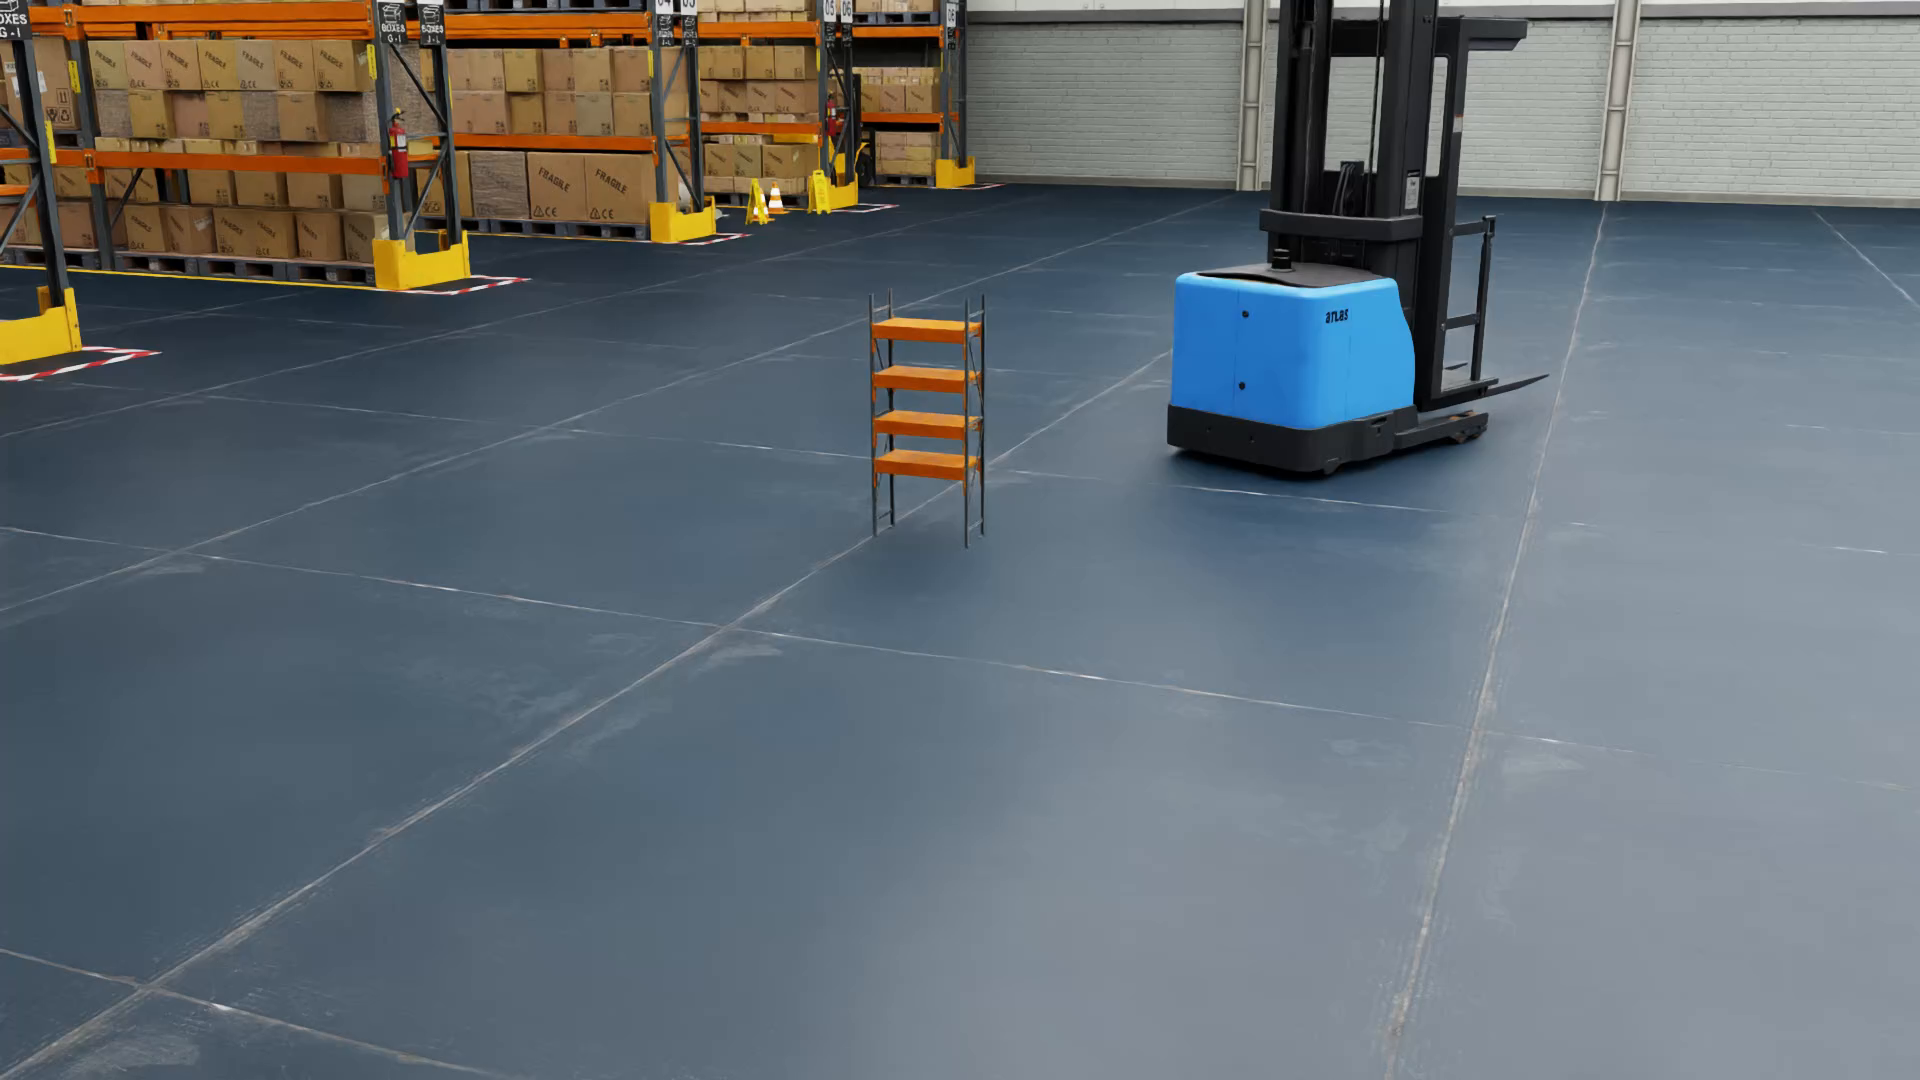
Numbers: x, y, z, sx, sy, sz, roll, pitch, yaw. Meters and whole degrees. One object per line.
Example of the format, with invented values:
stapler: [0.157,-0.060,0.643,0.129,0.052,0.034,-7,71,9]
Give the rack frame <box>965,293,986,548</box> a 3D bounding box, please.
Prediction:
rack frame: [0.073,-0.568,7.979,0.015,1.200,0.240,6,17,21]

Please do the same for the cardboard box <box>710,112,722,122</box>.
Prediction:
cardboard box: [-3.769,-6.735,26.443,0.250,0.149,0.380,6,17,21]

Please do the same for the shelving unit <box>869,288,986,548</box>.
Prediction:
shelving unit: [-0.154,-0.593,8.065,0.503,1.200,0.258,6,17,21]

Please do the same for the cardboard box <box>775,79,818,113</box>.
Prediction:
cardboard box: [-2.533,-6.886,25.801,0.500,0.500,0.500,6,17,20]

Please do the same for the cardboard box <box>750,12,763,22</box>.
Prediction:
cardboard box: [-3.051,-8.091,25.735,0.250,0.149,0.380,6,17,21]

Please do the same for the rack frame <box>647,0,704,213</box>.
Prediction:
rack frame: [-3.650,-5.417,21.454,0.127,3.000,1.000,6,17,21]

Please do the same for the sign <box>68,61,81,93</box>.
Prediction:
sign: [-9.485,-4.962,17.809,0.005,0.325,0.100,6,17,21]

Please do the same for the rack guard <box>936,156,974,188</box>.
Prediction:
rack guard: [-0.087,-6.796,30.687,0.348,0.500,1.175,6,17,21]

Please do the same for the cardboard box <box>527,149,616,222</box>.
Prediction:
cardboard box: [-5.124,-4.740,22.179,0.875,0.875,0.875,6,17,20]

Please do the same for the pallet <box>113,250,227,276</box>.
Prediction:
pallet: [-8.647,-3.152,18.651,1.213,0.211,1.003,6,17,21]

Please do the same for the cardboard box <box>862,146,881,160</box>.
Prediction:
cardboard box: [-1.628,-7.191,30.844,0.500,0.250,0.500,6,17,19]

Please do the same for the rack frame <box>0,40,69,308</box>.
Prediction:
rack frame: [-7.381,-2.857,12.633,0.127,3.000,1.000,6,17,21]

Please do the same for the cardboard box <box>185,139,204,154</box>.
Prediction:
cardboard box: [-8.023,-4.208,17.740,0.250,0.149,0.380,6,17,21]

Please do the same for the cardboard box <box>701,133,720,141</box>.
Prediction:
cardboard box: [-5.039,-7.601,32.483,0.625,0.625,0.875,6,17,20]

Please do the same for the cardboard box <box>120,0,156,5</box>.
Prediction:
cardboard box: [-8.466,-5.754,17.501,0.500,0.250,0.500,6,17,20]

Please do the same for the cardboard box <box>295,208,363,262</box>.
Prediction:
cardboard box: [-6.707,-3.263,17.763,0.500,0.500,0.500,12,20,35]

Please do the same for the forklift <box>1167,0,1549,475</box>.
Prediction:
forklift: [2.654,-2.098,10.144,3.031,2.935,1.130,-15,22,-41]

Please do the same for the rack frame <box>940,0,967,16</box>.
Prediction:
rack frame: [-0.110,-10.880,29.511,0.127,3.000,1.000,6,17,21]

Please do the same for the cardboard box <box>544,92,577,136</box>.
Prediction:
cardboard box: [-5.006,-5.656,22.007,0.550,0.550,0.875,6,17,21]

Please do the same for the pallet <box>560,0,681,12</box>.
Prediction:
pallet: [-4.344,-6.888,21.300,1.213,0.211,1.003,6,17,21]

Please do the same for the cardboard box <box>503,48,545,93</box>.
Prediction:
cardboard box: [-5.538,-6.201,21.948,0.500,0.550,0.875,6,17,21]

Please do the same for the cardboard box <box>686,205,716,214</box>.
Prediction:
cardboard box: [-3.887,-4.952,24.966,0.380,0.149,0.250,-12,20,-37]

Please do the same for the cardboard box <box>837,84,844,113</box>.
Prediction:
cardboard box: [-2.092,-8.186,30.811,0.500,0.500,0.500,6,17,21]

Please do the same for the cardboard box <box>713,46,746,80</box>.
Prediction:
cardboard box: [-3.463,-7.457,25.974,0.500,0.500,0.700,6,17,20]

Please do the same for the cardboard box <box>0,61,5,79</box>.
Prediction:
cardboard box: [-15.143,-7.425,25.864,0.500,0.500,0.500,7,17,22]

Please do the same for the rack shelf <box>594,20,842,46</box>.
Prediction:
rack shelf: [-3.788,-8.011,26.298,4.000,0.370,1.077,6,17,21]

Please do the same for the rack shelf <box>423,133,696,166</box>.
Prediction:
rack shelf: [-5.510,-5.276,22.259,4.000,0.370,1.077,6,17,21]

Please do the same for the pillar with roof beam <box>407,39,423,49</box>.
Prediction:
pillar with roof beam: [-13.169,-11.296,30.944,0.400,9.000,9.100,6,17,21]

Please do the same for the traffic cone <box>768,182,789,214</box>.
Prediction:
traffic cone: [-2.801,-5.203,25.264,0.334,0.463,0.336,6,17,21]

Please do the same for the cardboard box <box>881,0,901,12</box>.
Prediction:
cardboard box: [-1.228,-9.657,29.985,0.258,0.266,0.396,6,17,21]

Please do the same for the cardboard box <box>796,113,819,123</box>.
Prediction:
cardboard box: [-2.354,-6.574,25.887,0.250,0.149,0.380,7,18,22]

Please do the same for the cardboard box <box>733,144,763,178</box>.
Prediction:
cardboard box: [-3.255,-6.020,26.362,0.500,0.500,0.500,7,18,23]

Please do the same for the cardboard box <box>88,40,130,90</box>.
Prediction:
cardboard box: [-8.959,-5.109,17.887,0.500,0.500,0.500,6,17,21]

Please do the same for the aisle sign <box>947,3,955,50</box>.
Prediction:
aisle sign: [-0.156,-9.165,29.699,0.004,0.787,0.394,6,17,21]

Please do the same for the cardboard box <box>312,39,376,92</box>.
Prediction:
cardboard box: [-6.166,-4.804,16.836,0.500,0.500,0.500,6,17,21]

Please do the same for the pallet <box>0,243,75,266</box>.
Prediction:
pallet: [-11.148,-3.415,19.558,1.213,0.211,1.003,6,17,21]

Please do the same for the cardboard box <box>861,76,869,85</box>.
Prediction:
cardboard box: [-1.737,-8.446,30.545,0.250,0.149,0.380,6,17,21]

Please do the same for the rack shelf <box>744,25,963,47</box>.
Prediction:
rack shelf: [-1.970,-9.299,30.734,4.000,0.370,1.077,6,17,21]

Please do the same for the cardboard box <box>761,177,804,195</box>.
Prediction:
cardboard box: [-2.800,-5.608,26.289,0.500,0.250,0.500,6,17,20]

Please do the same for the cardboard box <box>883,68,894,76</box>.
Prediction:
cardboard box: [-1.219,-8.565,30.421,0.250,0.149,0.380,6,17,21]

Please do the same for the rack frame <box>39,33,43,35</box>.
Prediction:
rack frame: [-16.811,-8.348,31.549,0.127,3.000,1.000,6,17,21]

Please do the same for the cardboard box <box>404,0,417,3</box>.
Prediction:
cardboard box: [-5.917,-5.626,17.062,0.500,0.250,0.500,7,18,22]

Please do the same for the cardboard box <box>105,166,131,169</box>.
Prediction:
cardboard box: [-12.298,-5.648,24.633,0.500,0.250,0.500,7,17,21]

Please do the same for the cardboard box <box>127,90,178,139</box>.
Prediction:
cardboard box: [-8.436,-4.619,17.991,0.500,0.500,0.875,6,17,21]

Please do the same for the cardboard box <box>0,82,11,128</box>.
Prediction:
cardboard box: [-10.931,-4.955,18.923,0.637,0.503,0.797,8,18,26]

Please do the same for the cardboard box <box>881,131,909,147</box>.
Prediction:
cardboard box: [-1.130,-7.377,30.591,0.500,0.250,0.500,7,17,22]

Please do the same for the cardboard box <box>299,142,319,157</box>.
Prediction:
cardboard box: [-6.615,-4.064,17.242,0.250,0.149,0.380,6,17,21]

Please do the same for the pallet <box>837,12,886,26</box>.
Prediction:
pallet: [-1.897,-9.601,30.642,1.213,0.211,1.003,6,17,21]

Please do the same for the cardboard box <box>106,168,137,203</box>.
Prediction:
cardboard box: [-12.281,-5.290,24.747,0.500,0.500,0.500,7,18,23]
